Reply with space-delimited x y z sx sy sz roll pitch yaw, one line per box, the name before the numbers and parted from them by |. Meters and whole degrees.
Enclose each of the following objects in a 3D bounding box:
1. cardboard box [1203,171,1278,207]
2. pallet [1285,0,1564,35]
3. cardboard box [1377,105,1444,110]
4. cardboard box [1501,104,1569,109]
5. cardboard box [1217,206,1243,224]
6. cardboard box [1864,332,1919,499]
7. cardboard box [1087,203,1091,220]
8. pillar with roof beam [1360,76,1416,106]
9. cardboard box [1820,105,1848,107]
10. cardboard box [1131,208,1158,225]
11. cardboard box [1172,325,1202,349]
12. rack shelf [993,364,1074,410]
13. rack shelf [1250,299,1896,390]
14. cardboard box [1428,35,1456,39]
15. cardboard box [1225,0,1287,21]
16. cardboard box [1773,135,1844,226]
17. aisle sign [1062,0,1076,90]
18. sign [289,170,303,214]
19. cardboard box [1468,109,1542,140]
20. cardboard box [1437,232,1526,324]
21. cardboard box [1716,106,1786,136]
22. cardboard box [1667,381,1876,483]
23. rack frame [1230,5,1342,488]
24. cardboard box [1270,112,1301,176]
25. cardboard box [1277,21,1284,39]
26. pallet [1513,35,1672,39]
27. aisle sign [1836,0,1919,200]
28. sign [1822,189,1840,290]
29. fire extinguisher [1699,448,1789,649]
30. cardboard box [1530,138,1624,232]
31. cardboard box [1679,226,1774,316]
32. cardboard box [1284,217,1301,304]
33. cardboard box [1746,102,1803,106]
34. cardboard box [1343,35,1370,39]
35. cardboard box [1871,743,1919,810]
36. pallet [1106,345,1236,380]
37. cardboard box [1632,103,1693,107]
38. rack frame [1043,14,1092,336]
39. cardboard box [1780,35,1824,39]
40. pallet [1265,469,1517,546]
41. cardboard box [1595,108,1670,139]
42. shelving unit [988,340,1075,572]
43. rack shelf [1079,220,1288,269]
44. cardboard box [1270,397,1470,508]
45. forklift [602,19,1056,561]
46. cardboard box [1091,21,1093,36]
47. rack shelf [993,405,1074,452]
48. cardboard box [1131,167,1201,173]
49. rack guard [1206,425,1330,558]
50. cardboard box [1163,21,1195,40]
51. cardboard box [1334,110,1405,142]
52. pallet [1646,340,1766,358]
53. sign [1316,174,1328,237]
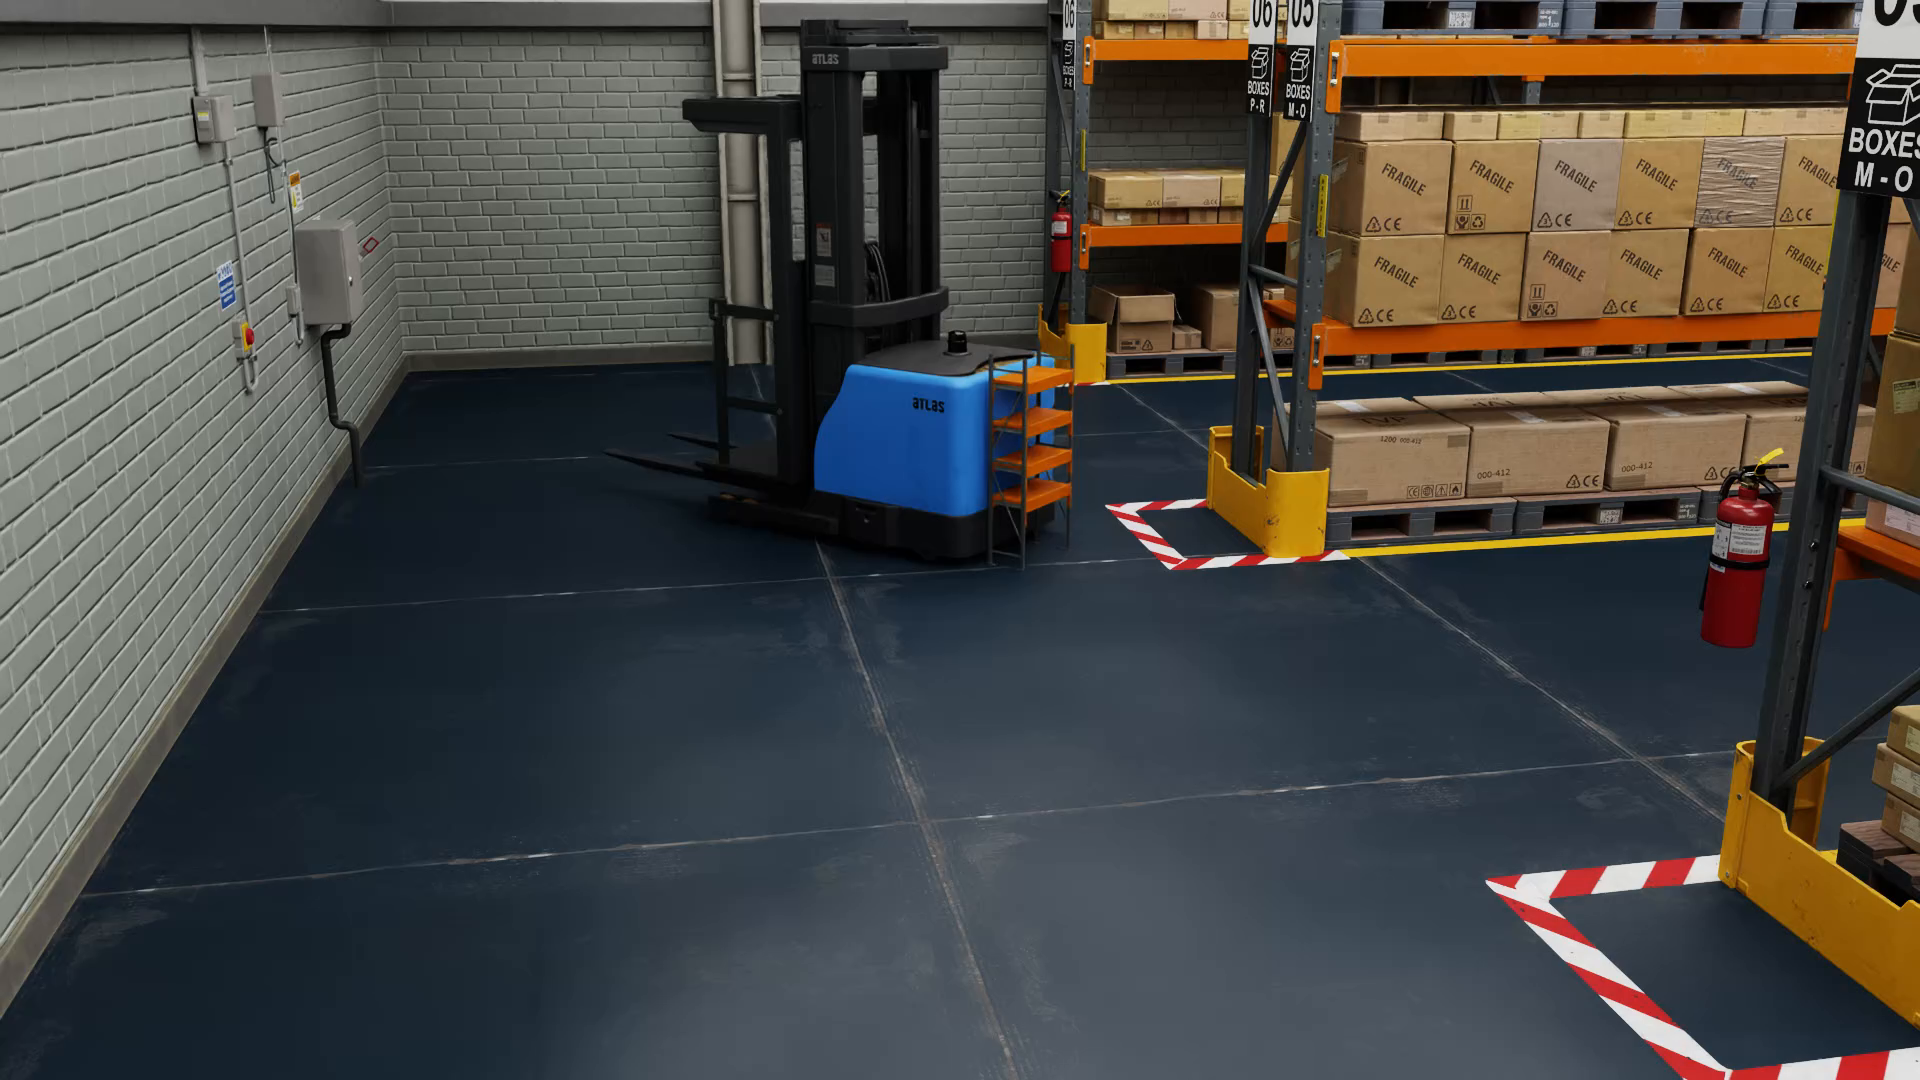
cardboard box | 2.392 -3.012 14.258 0.500 0.250 0.500 -4 17 -11
pallet | 2.575 -2.942 9.323 1.213 0.211 1.003 -3 17 -10
cardboard box | 2.645 -2.479 9.797 0.250 0.149 0.380 -3 17 -11
cardboard box | 3.406 -2.506 9.885 0.250 0.149 0.380 -3 17 -9
cardboard box | 2.290 -2.821 14.315 0.250 0.149 0.380 -3 17 -10
cardboard box | 3.280 -0.374 5.243 0.500 0.500 0.500 -3 17 -9
cardboard box | 1.178 -2.912 14.613 0.250 0.149 0.380 -3 17 -11
pillar with roof beam | 4.793 -5.007 10.788 0.400 9.000 9.100 -3 17 -10
cardboard box | 5.255 -2.472 9.774 0.250 0.149 0.380 -3 17 -9
cardboard box | 1.519 -2.783 14.193 0.250 0.149 0.380 -3 17 -9
cardboard box | 1.947 -1.794 14.683 0.250 0.149 0.380 -4 18 -13
rack shelf | 0.399 -0.852 9.205 0.258 0.148 0.480 12 21 33
rack shelf | 3.813 -1.273 10.074 4.000 0.370 1.077 -3 17 -10
cardboard box | 4.028 -4.343 14.161 0.250 0.149 0.380 -3 17 -9
cardboard box | 2.391 -4.446 13.819 0.500 0.250 0.500 -4 17 -12
cardboard box | 4.866 -2.123 9.741 0.500 0.500 0.500 -3 17 -11
aisle sign | 0.892 -4.091 13.594 0.004 0.787 0.394 -3 17 -10
sign | -4.131 -2.166 10.349 0.001 0.242 0.339 -3 17 -10
cardboard box | 3.026 -2.318 9.272 0.250 0.149 0.380 -4 17 -12
cardboard box | 2.866 -1.534 9.527 0.500 0.500 0.500 -3 17 -11
cardboard box | 4.524 -2.418 9.596 0.250 0.149 0.380 -3 17 -11
cardboard box | 5.140 -0.701 10.633 0.875 0.438 0.875 -3 17 -11
rack frame | 1.849 -1.506 9.606 0.127 3.000 1.000 -3 17 -10
cardboard box | 2.873 -3.397 14.234 0.500 0.500 0.500 -3 17 -9
cardboard box | 2.519 -4.265 13.908 0.250 0.149 0.380 -3 17 -11
pallet | 5.485 -4.520 14.629 1.003 0.211 1.213 -3 17 -10
aisle sign | 2.759 -1.410 4.865 0.004 0.787 0.394 -3 17 -10
sign | 2.802 -0.950 5.286 0.005 0.325 0.100 -3 17 -10
fire extinguisher | 2.552 0.012 5.432 0.183 0.674 0.296 -3 17 -10
cardboard box | 3.384 -2.038 9.465 0.500 0.500 0.500 -3 17 -11
cardboard box | 4.374 -1.615 9.789 0.500 0.500 0.500 -4 17 -11
cardboard box | 2.272 -1.657 9.927 0.500 0.500 0.500 -3 17 -10
cardboard box | 4.925 -2.577 10.113 0.250 0.149 0.380 -3 17 -11
cardboard box | 3.271 -4.308 14.049 0.250 0.149 0.380 -3 17 -10
cardboard box | 3.351 0.824 5.655 0.250 0.149 0.380 -4 17 -12
pallet | 1.761 -1.652 14.833 1.213 0.211 1.003 -3 17 -10
cardboard box | 4.173 -2.536 9.982 0.250 0.149 0.380 -3 17 -11
rack frame | 0.904 -2.937 14.264 0.127 3.000 1.000 -3 17 -10
cardboard box | 7.316 -4.590 14.793 0.500 0.250 0.500 -3 17 -10
pallet | 2.619 -0.240 10.234 1.213 0.211 1.003 -3 17 -10
cardboard box | 3.781 -2.356 9.395 0.250 0.149 0.380 -4 17 -12
shelving unit | 0.399 -0.477 9.320 0.258 1.200 0.503 12 21 33
rack shelf | 2.867 -2.704 14.732 4.000 0.370 1.077 -3 17 -10
cardboard box | 2.478 -0.548 10.134 0.875 0.438 0.875 -4 17 -12
forklift | -0.930 -1.598 10.023 3.031 2.935 1.130 12 21 33
cardboard box | 1.174 -4.335 14.136 0.250 0.149 0.380 -3 17 -9
rack shelf | 0.399 -0.626 9.274 0.258 0.148 0.480 12 21 33
cardboard box | 1.811 -3.138 14.667 0.500 0.250 0.500 -3 17 -10
rack guard | 1.825 -0.310 9.969 0.348 0.500 1.175 -3 17 -10
cardboard box | 1.768 -4.233 13.803 0.250 0.149 0.380 -3 17 -10
cardboard box | 2.250 -2.282 9.154 0.250 0.149 0.380 -3 17 -9
pallet | 6.823 -1.952 15.806 1.213 0.211 1.003 -3 17 -10
sign | 1.948 -1.797 8.945 0.005 0.325 0.100 -3 17 -10
